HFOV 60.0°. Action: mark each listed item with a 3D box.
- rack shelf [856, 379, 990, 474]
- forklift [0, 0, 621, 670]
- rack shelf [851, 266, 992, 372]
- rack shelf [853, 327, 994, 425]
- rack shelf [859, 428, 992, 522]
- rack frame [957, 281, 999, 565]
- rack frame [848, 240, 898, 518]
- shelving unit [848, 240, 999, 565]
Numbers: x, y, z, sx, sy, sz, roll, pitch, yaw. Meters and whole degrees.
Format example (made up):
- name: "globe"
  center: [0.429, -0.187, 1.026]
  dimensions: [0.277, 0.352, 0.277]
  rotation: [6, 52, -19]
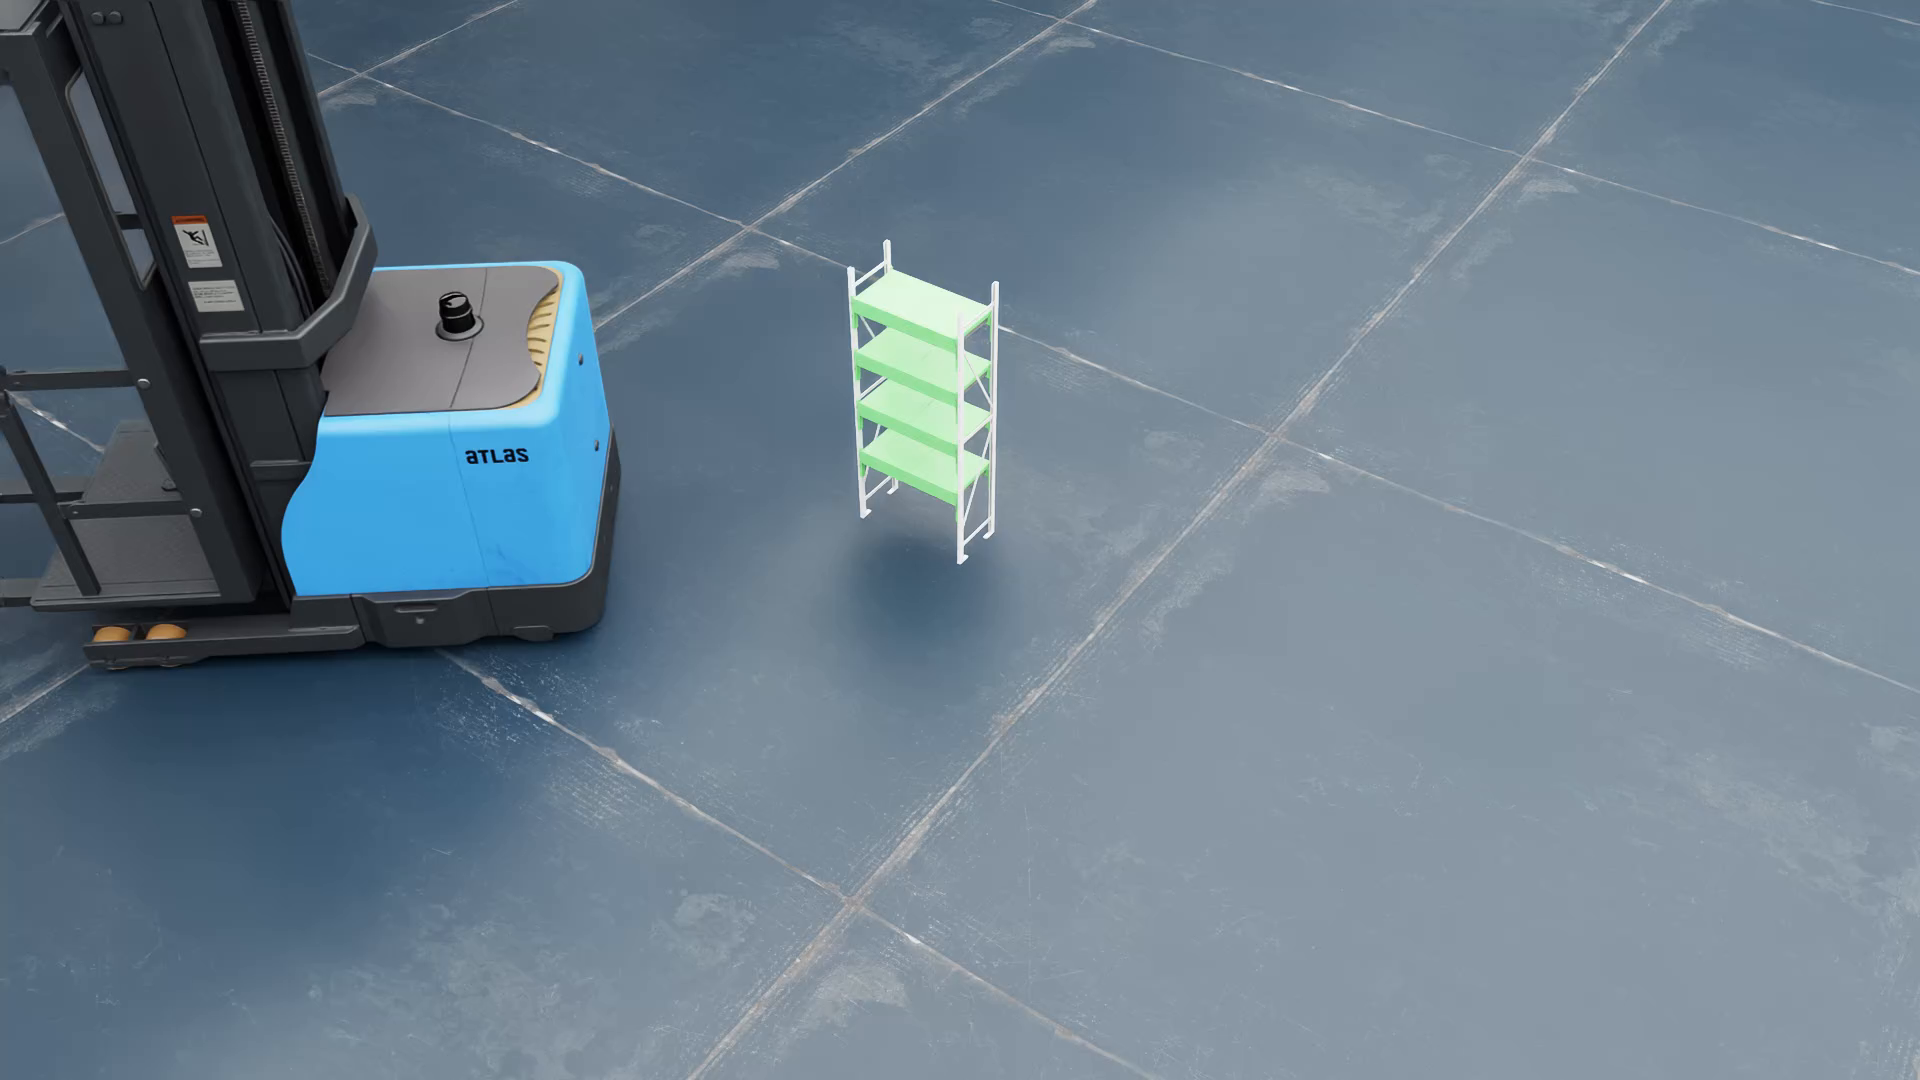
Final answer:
- name: "rack shelf"
  center: [-0.136, -0.463, 6.463]
  dimensions: [0.480, 0.148, 0.258]
  rotation: [25, 48, 25]
- name: "forklift"
  center: [-2.900, -0.975, 5.642]
  dimensions: [3.031, 2.935, 1.130]
  rotation: [-3, 42, -3]
- name: "rack shelf"
  center: [-0.136, -0.821, 6.143]
  dimensions: [0.480, 0.148, 0.258]
  rotation: [25, 48, 25]
- name: "rack shelf"
  center: [-0.136, -0.642, 6.303]
  dimensions: [0.480, 0.148, 0.258]
  rotation: [25, 48, 25]
- name: "rack shelf"
  center: [-0.136, -0.284, 6.623]
  dimensions: [0.480, 0.148, 0.258]
  rotation: [25, 48, 25]
- name: "rack frame"
  center: [0.064, -0.417, 6.316]
  dimensions: [0.015, 1.200, 0.240]
  rotation: [25, 48, 25]
- name: "rack frame"
  center: [-0.335, -0.604, 6.525]
  dimensions: [0.015, 1.200, 0.240]
  rotation: [25, 48, 25]
- name: "shelving unit"
  center: [-0.136, -0.511, 6.421]
  dimensions: [0.503, 1.200, 0.258]
  rotation: [25, 48, 25]
